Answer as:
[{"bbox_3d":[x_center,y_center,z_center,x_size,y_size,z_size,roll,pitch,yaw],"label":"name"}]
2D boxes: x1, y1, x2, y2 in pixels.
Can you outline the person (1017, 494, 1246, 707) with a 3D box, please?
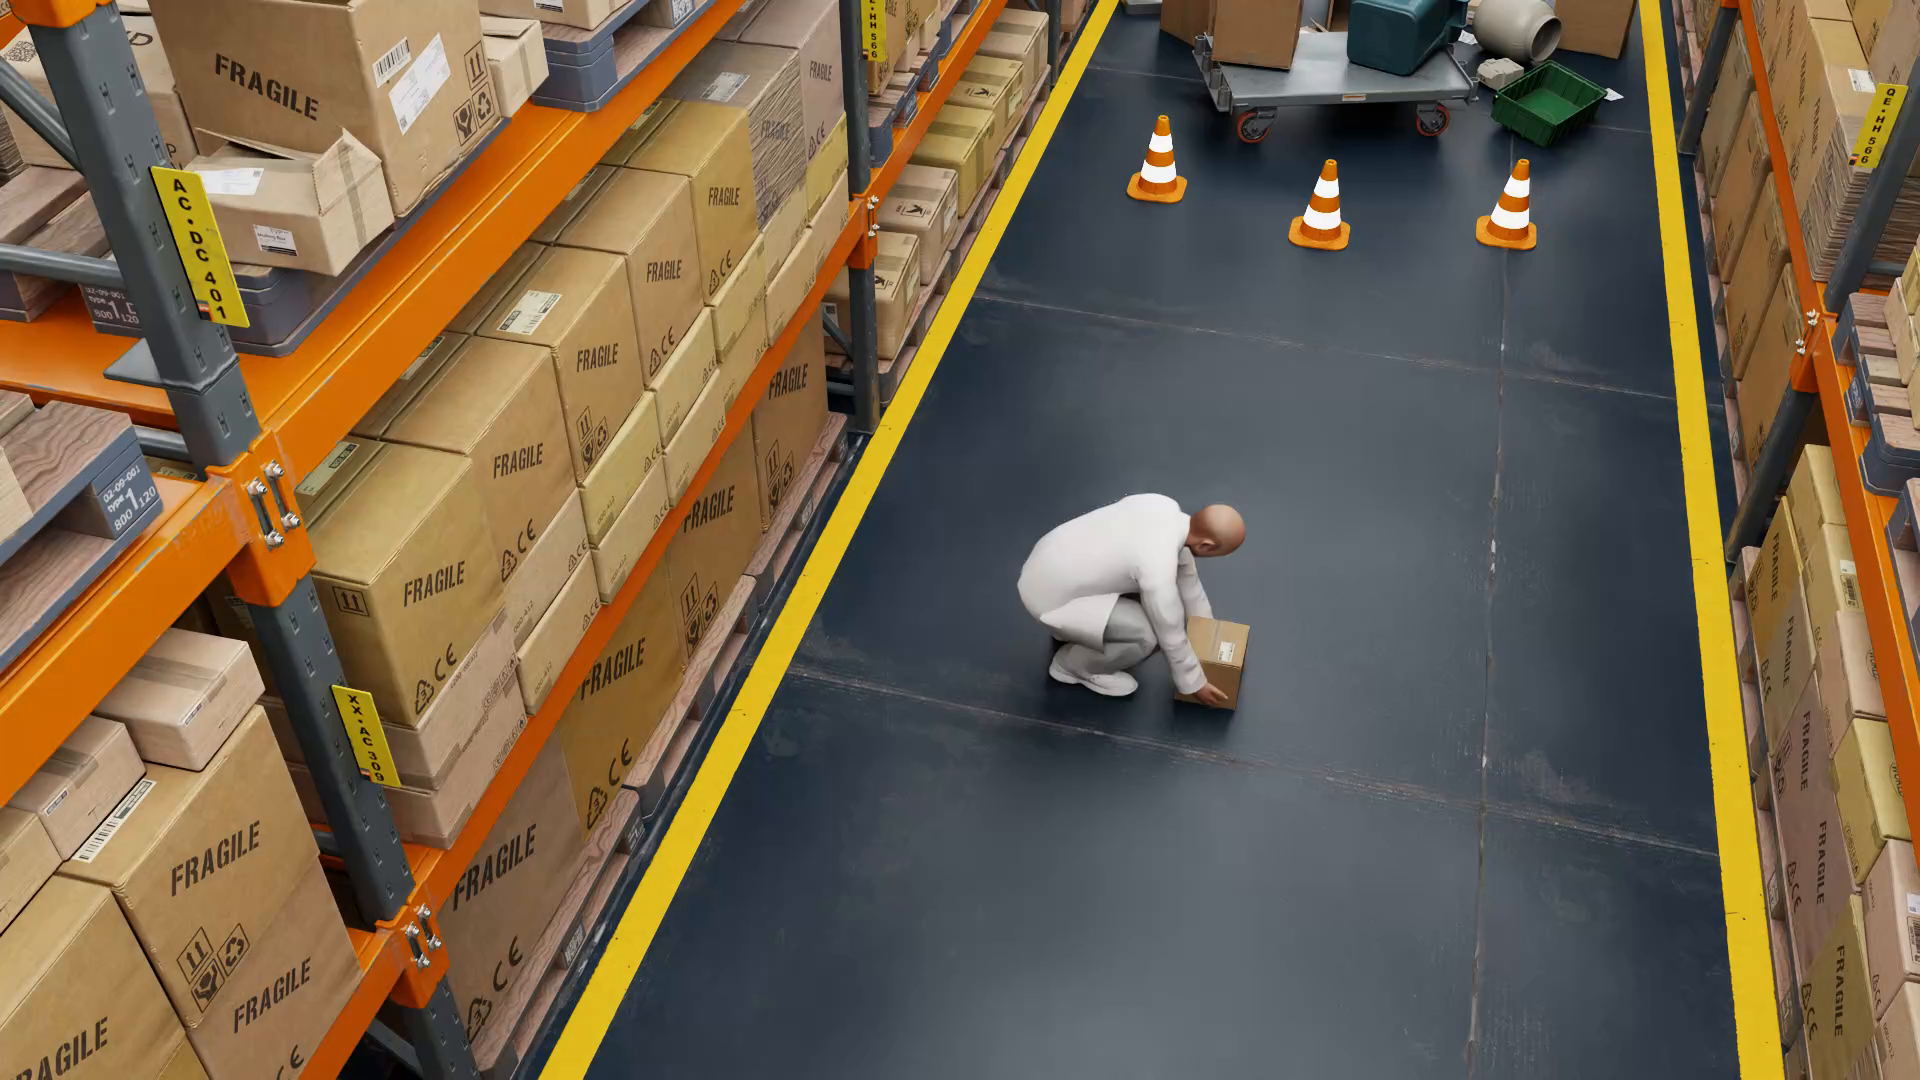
[{"bbox_3d":[0.680,0.211,6.657,0.900,0.857,0.592,10,41,11],"label":"person"}]
